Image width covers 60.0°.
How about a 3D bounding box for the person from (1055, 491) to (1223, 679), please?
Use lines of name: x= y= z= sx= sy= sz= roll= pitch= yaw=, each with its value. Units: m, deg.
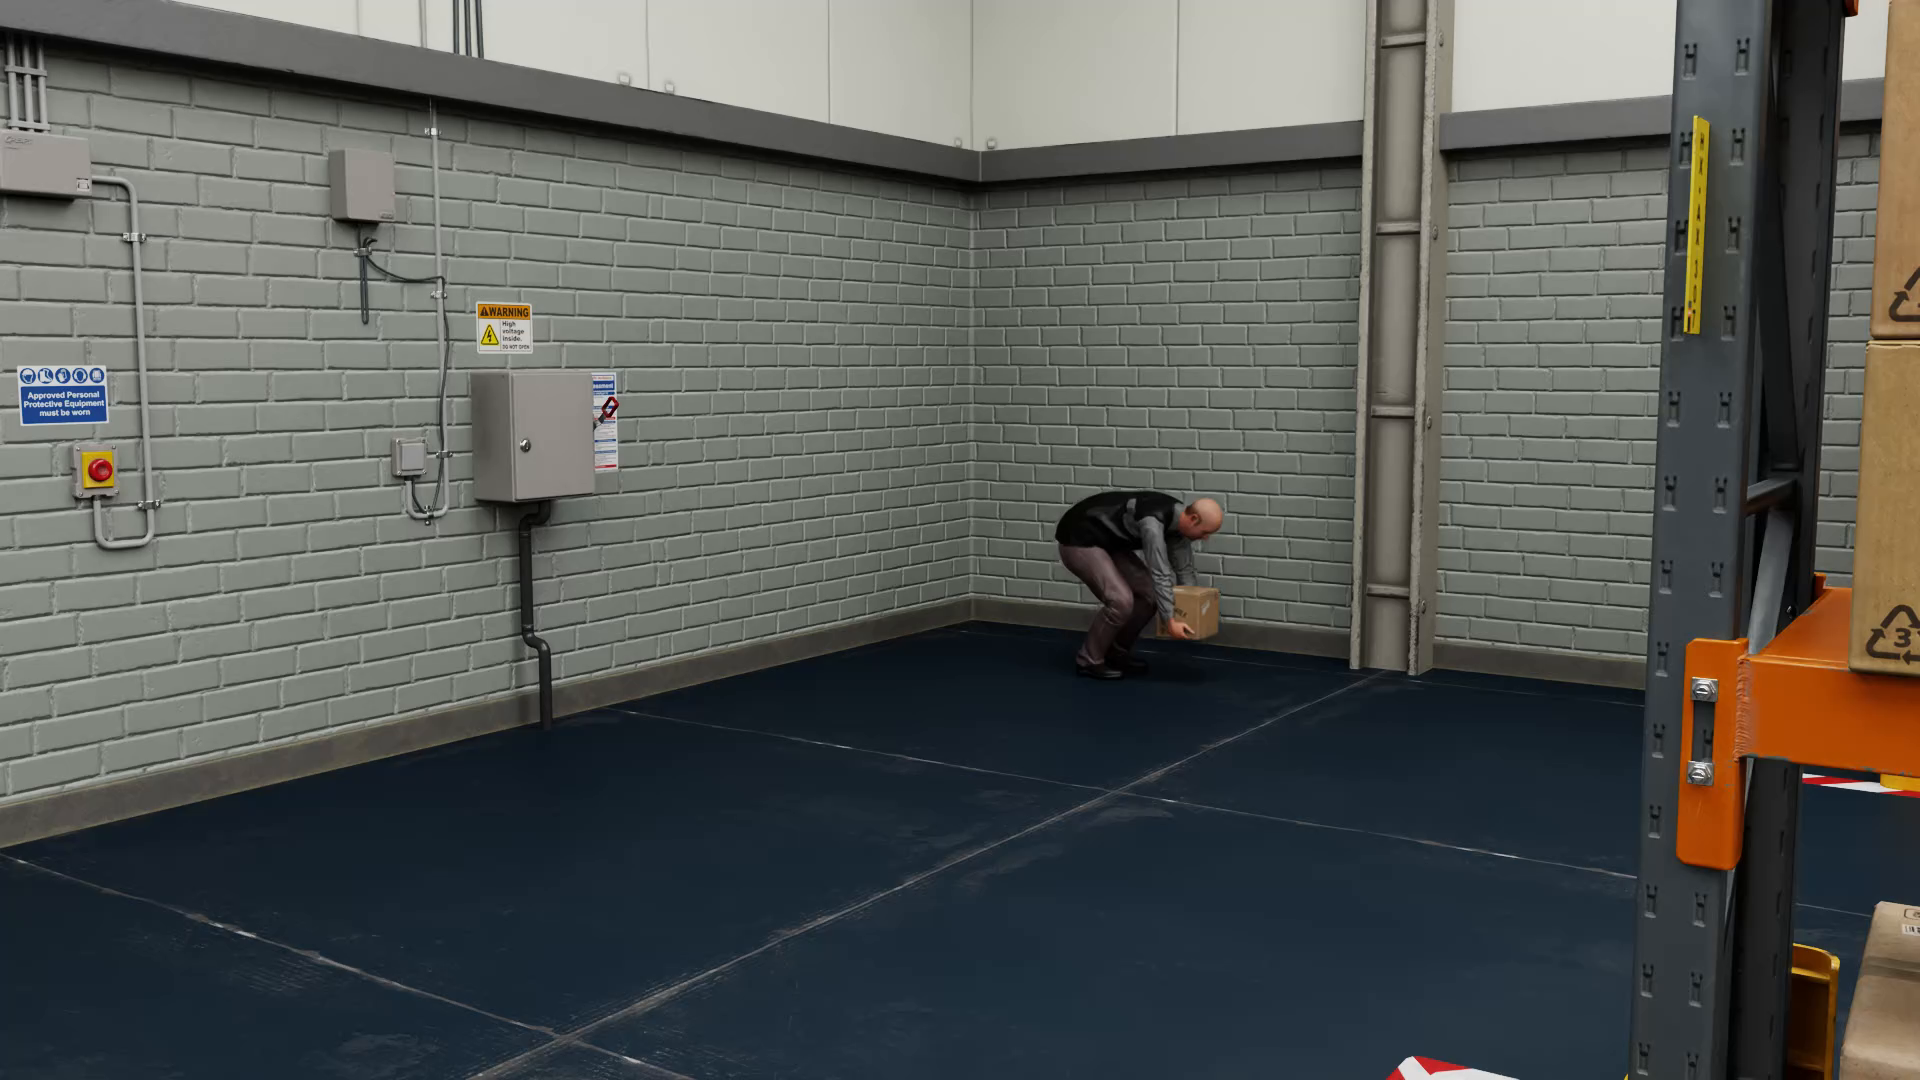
person: x=1.002 y=0.245 z=9.248 sx=0.951 sy=1.048 sz=0.508 roll=4 pitch=7 yaw=31
